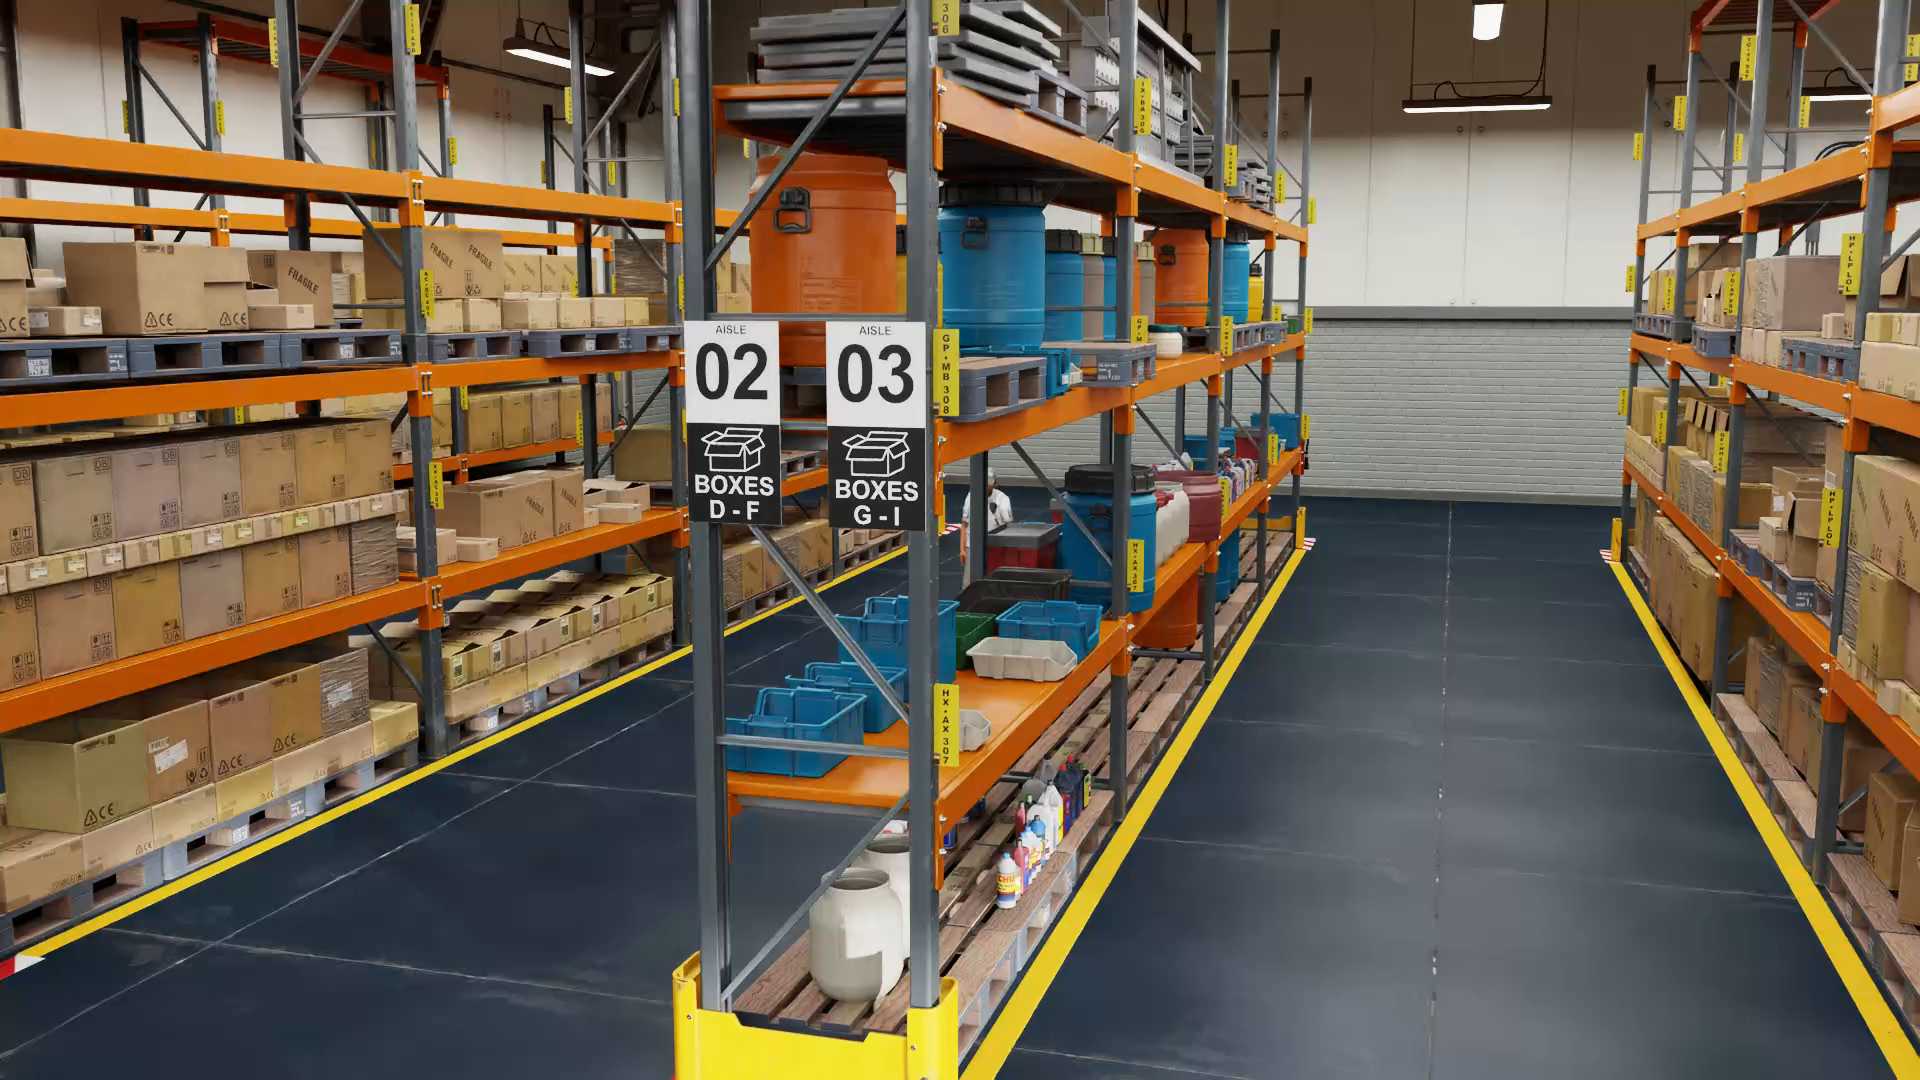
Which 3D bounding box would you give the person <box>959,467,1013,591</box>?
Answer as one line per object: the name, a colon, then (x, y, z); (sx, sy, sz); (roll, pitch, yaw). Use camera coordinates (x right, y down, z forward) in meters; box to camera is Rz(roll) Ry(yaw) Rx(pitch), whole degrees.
person: (0.235, 0.123, 15.990); (0.554, 1.665, 0.468); (2, 9, 13)
